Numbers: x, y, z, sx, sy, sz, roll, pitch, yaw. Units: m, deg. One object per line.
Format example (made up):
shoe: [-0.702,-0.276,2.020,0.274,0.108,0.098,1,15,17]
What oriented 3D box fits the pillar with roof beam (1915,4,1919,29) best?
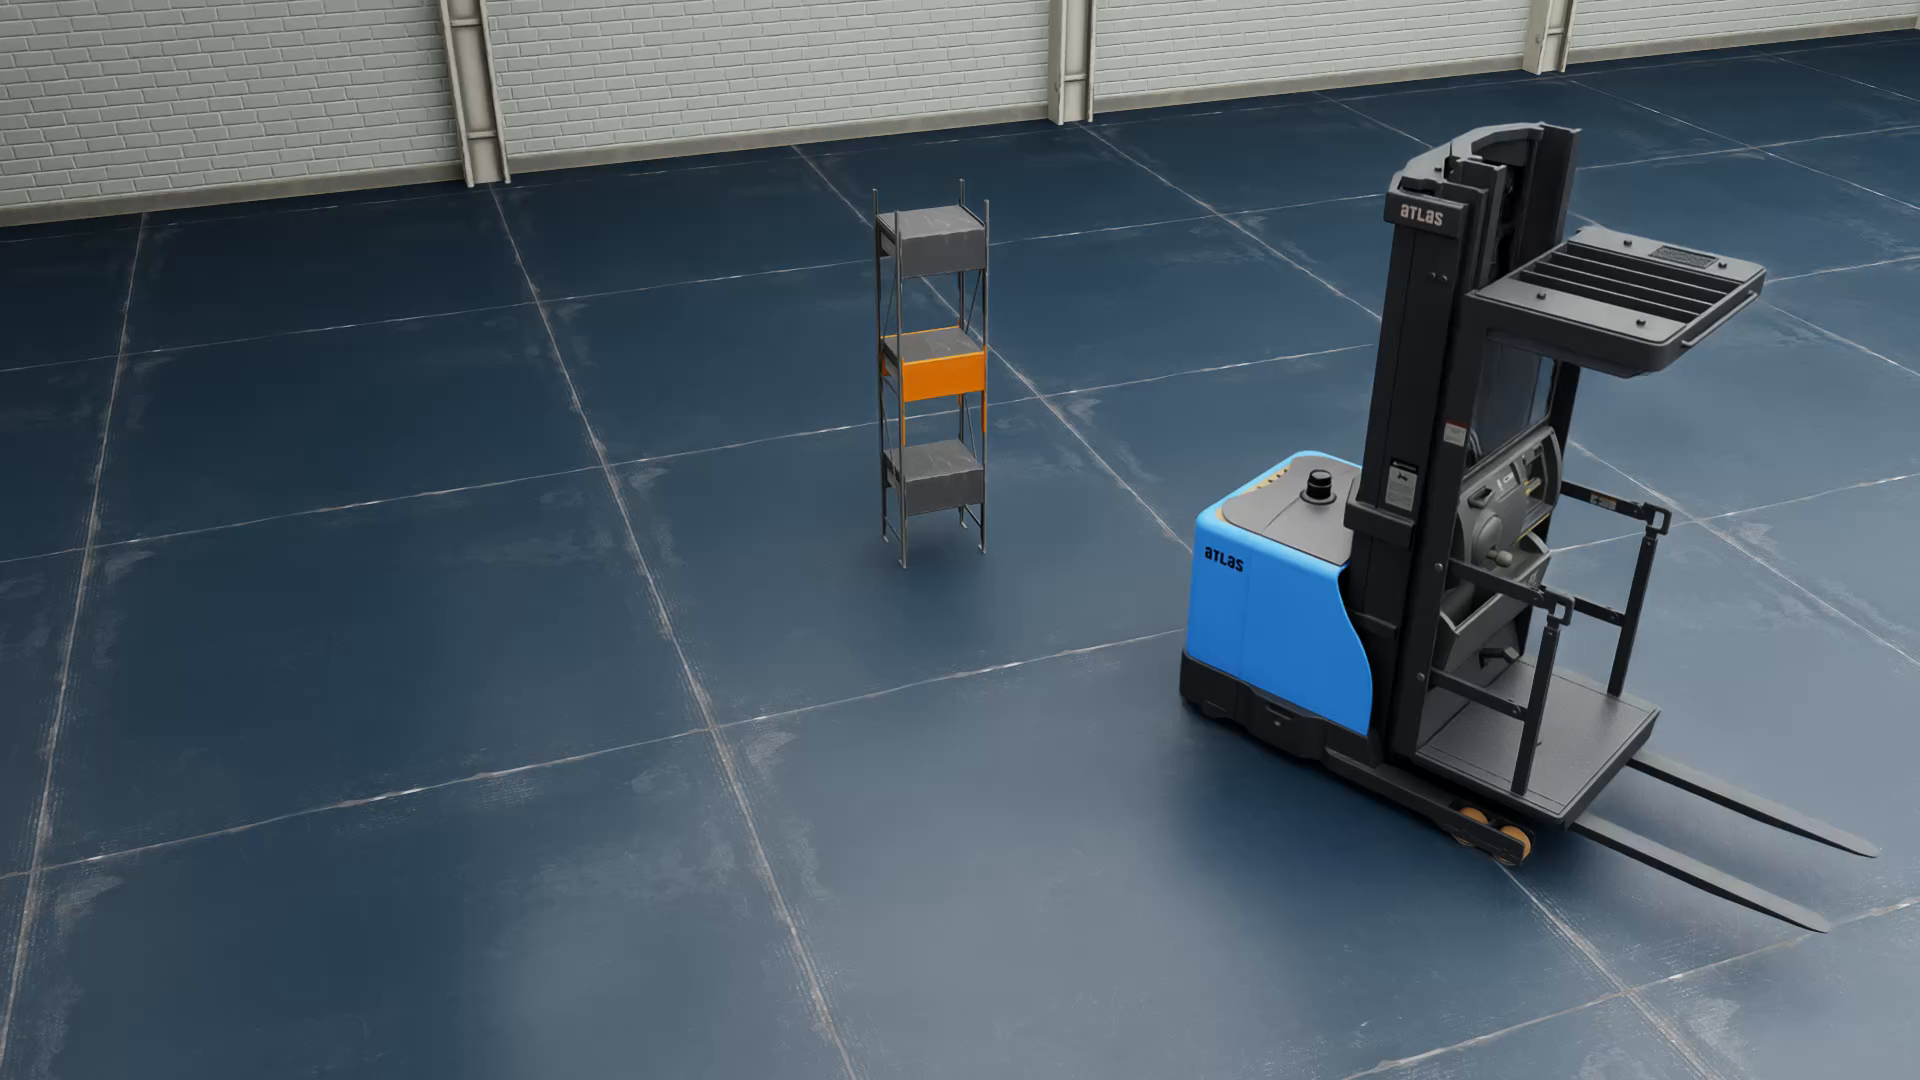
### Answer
pillar with roof beam: [13.906,-8.420,15.438,0.400,9.000,9.100,-10,31,-18]

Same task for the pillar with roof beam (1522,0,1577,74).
pillar with roof beam: [8.282,-7.384,13.620,0.400,9.000,9.100,-10,31,-18]

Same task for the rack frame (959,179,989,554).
rack frame: [0.074,-0.926,9.254,0.015,2.100,0.400,-10,31,-18]

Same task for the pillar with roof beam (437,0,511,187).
pillar with roof beam: [-2.965,-5.313,9.985,0.400,9.000,9.100,-10,31,-18]

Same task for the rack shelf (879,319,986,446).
rack shelf: [-0.155,-0.872,9.187,0.480,0.518,0.431,-10,31,-18]

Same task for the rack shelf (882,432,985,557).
rack shelf: [-0.155,-0.264,9.533,0.480,0.518,0.431,-10,31,-18]

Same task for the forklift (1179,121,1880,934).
forklift: [2.526,-0.149,7.050,3.031,2.935,1.130,24,37,36]

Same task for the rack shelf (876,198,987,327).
rack shelf: [-0.155,-1.480,8.840,0.480,0.518,0.431,-10,31,-18]

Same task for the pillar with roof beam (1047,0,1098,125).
pillar with roof beam: [2.659,-6.348,11.802,0.400,9.000,9.100,-10,31,-18]

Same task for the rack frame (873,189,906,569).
rack frame: [-0.384,-0.842,9.106,0.015,2.100,0.400,-10,31,-18]

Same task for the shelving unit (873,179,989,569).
shelving unit: [-0.155,-0.884,9.180,0.503,2.100,0.431,-10,31,-18]
